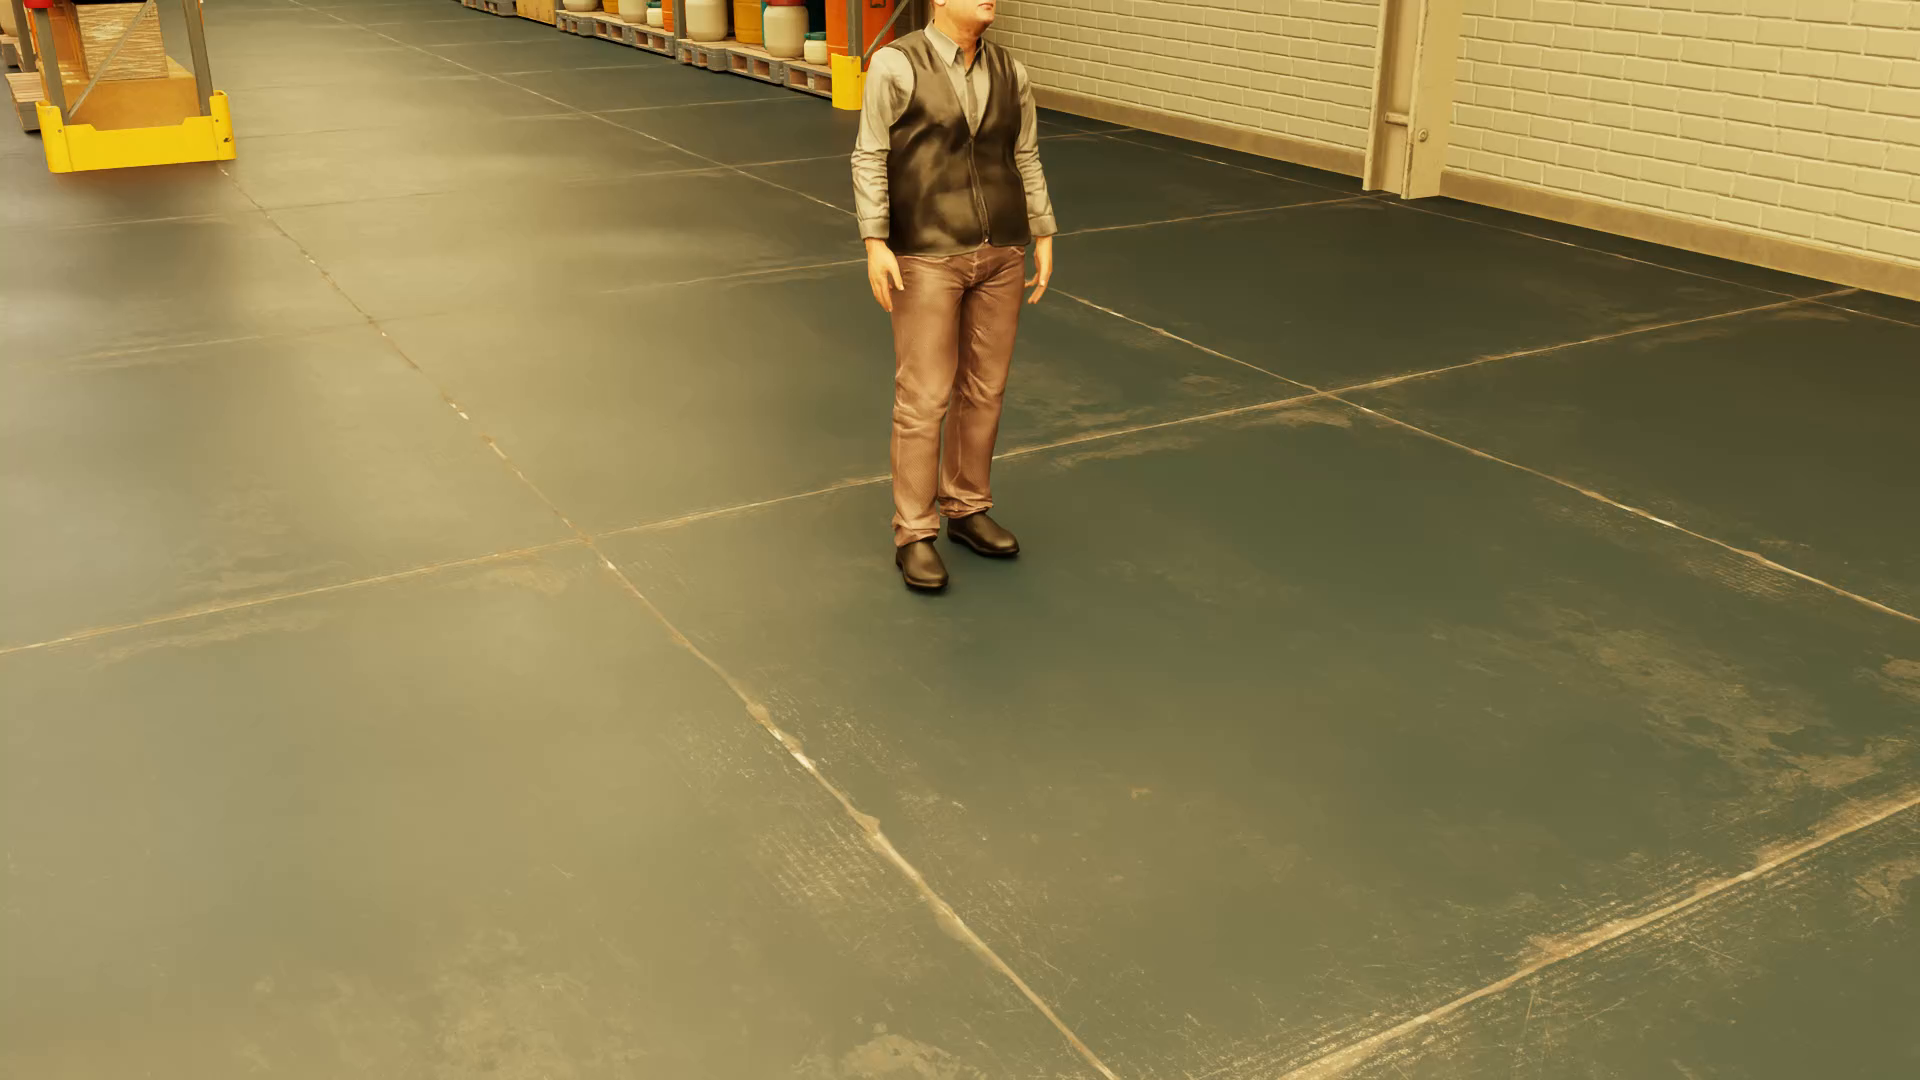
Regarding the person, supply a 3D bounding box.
[{"bbox_3d":[0.025,-0.781,4.751,0.634,1.722,0.566,-12,25,-28],"label":"person"}]
